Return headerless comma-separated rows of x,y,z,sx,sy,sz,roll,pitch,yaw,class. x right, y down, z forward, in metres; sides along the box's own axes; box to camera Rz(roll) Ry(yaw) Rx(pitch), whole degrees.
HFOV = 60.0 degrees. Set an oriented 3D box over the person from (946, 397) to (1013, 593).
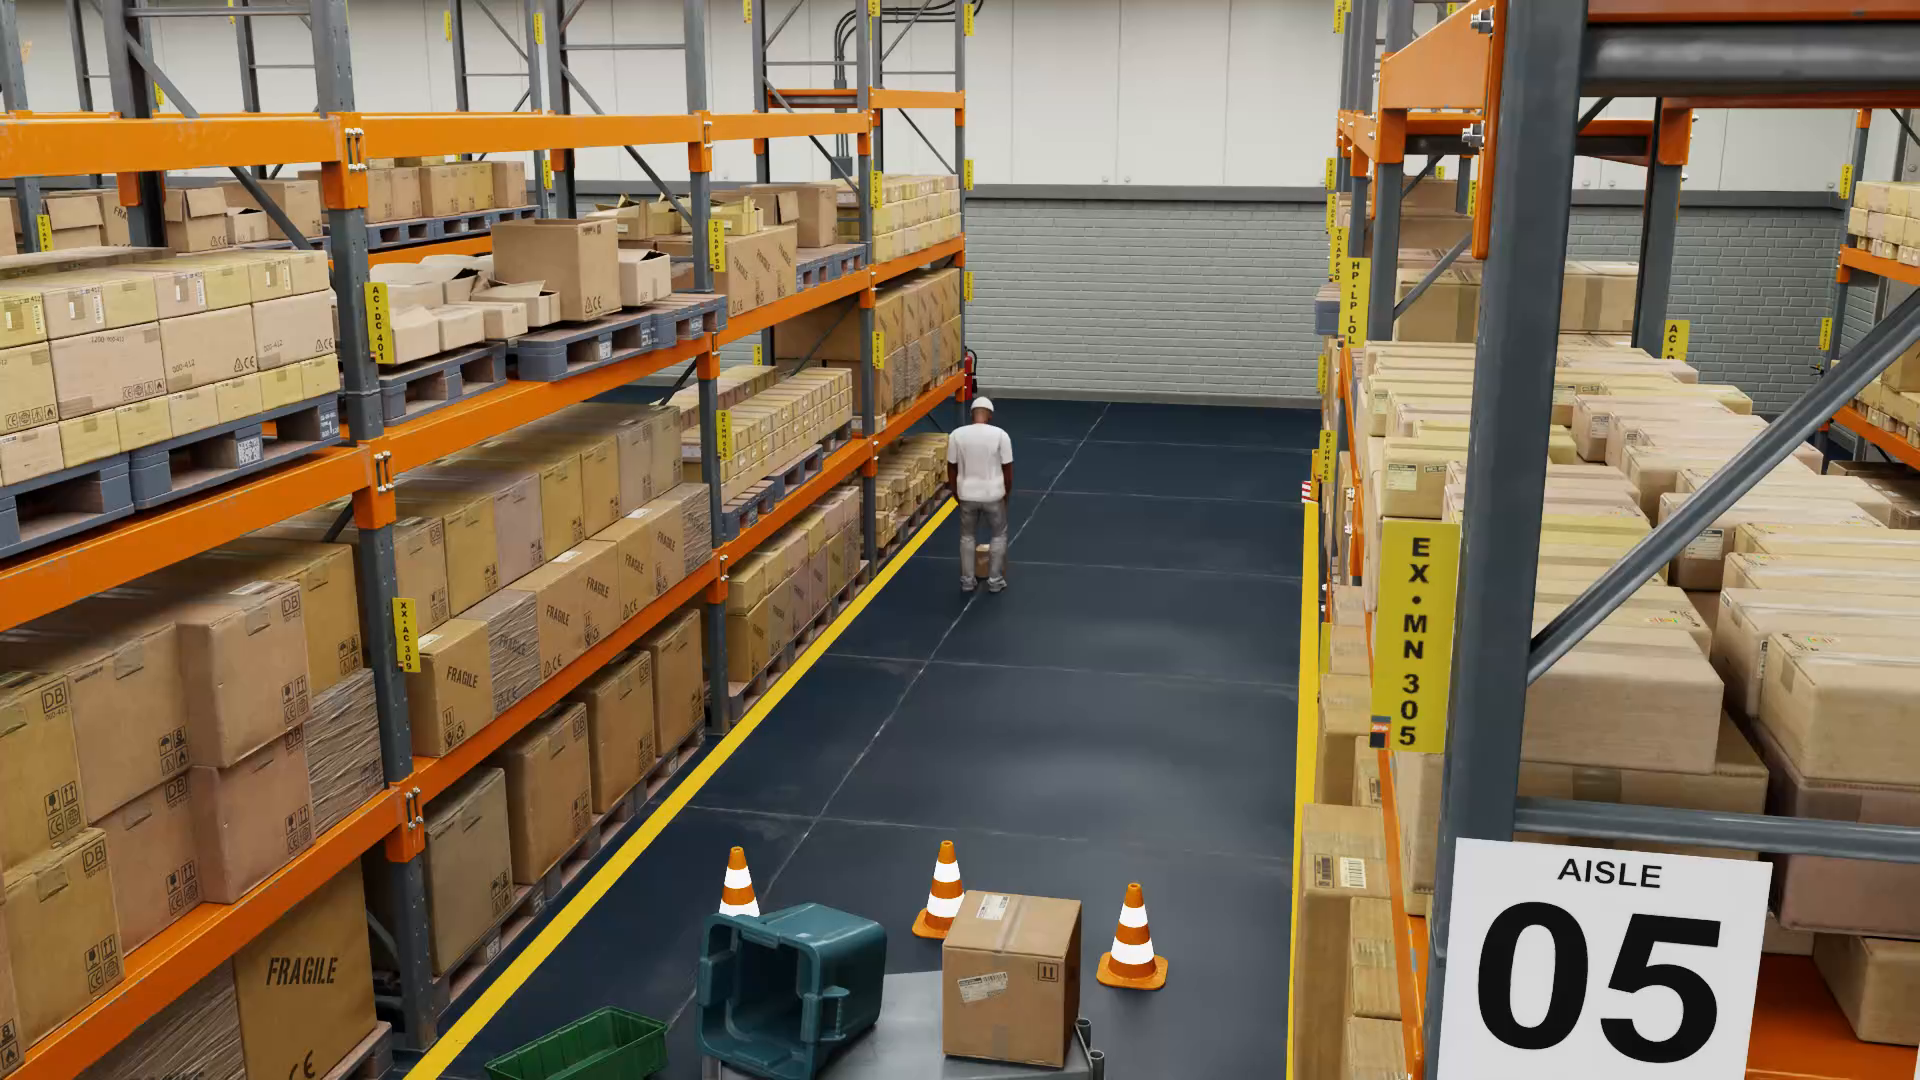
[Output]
0.176,-0.399,14.626,0.595,1.704,0.472,3,15,13,person
